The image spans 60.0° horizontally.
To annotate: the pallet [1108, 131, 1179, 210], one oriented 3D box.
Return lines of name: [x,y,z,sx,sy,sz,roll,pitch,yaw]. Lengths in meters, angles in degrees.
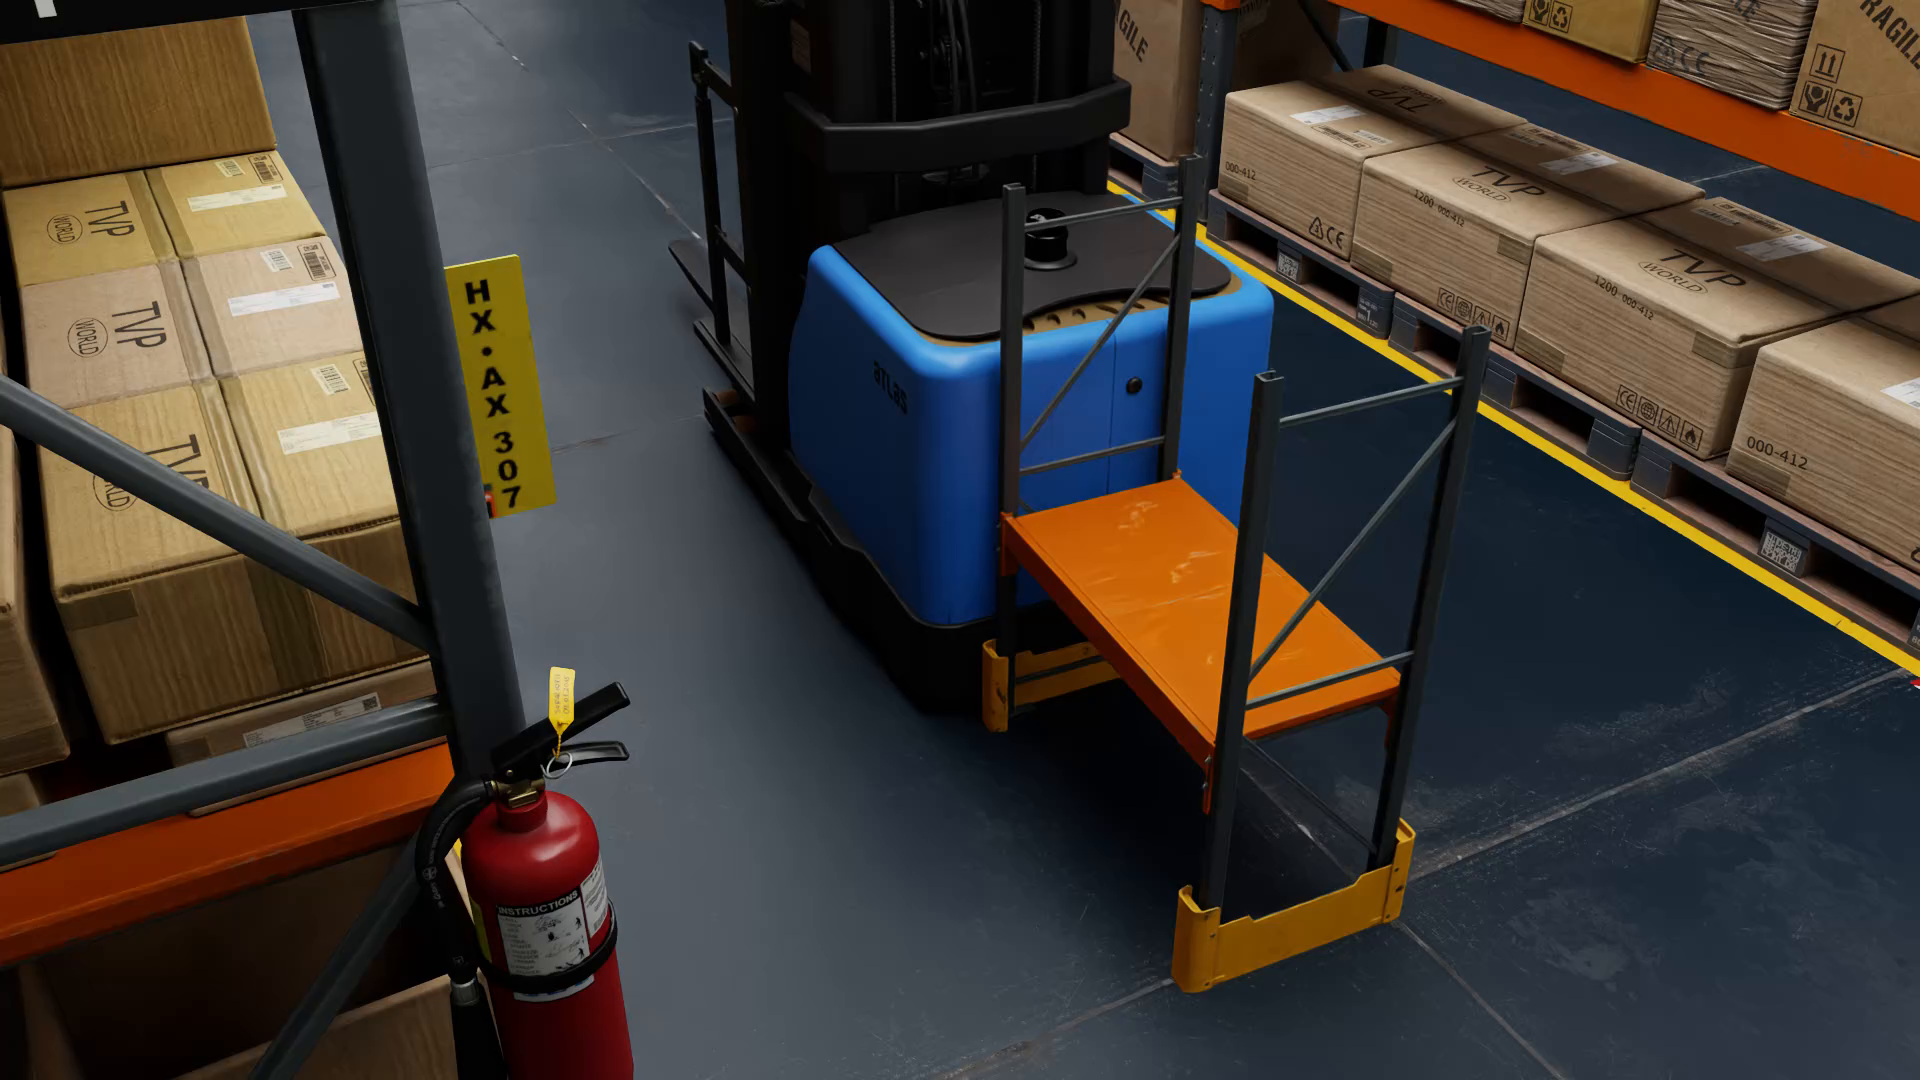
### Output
pallet: [1.079,-2.004,8.183,1.003,0.211,1.213,-16,36,-23]

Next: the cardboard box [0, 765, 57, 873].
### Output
cardboard box: [-1.411,0.345,2.163,0.380,0.149,0.250,-16,36,-24]

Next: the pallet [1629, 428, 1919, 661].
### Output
pallet: [2.928,-0.108,5.223,1.003,0.211,1.213,-16,36,-23]

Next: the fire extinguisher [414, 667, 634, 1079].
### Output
fire extinguisher: [-0.542,0.474,2.147,0.296,0.674,0.183,-16,36,-23]

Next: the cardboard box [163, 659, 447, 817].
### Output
cardboard box: [-0.930,0.210,2.374,0.380,0.149,0.250,-16,36,-23]

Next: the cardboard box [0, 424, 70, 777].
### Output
cardboard box: [-1.468,0.115,2.153,0.500,0.250,0.500,-15,36,-22]

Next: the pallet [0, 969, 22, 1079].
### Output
pallet: [-1.427,1.088,3.356,1.003,0.211,1.213,-16,36,-23]

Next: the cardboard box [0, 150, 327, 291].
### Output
cardboard box: [-1.467,-0.498,3.110,0.500,0.250,0.500,-17,36,-24]

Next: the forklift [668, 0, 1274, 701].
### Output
forklift: [-0.241,-1.585,5.007,1.130,2.935,3.031,-14,35,-20]

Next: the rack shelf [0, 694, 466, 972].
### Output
rack shelf: [-1.952,-0.321,3.638,1.077,0.370,4.000,-16,36,-23]

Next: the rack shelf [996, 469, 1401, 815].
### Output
rack shelf: [0.540,0.194,3.890,0.538,0.185,1.000,-14,35,-20]

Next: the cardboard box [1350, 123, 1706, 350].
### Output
cardboard box: [2.121,-1.173,6.287,0.875,0.438,0.875,-17,36,-24]

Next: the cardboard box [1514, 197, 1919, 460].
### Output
cardboard box: [2.540,-0.743,5.614,0.875,0.438,0.875,-15,36,-22]

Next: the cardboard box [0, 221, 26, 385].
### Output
cardboard box: [-1.935,-0.369,2.908,0.500,0.250,0.500,-15,35,-22]

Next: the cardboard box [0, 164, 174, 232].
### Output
cardboard box: [-1.724,-0.737,3.482,0.500,0.250,0.500,-17,36,-24]

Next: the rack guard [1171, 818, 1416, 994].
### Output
rack guard: [0.751,0.818,3.742,0.587,0.250,0.087,-14,35,-20]

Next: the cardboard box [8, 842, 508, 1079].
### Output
cardboard box: [-1.221,0.889,3.007,0.797,0.503,0.637,-17,37,-25]

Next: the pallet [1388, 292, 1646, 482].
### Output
pallet: [2.363,-0.689,6.130,1.003,0.211,1.213,-16,36,-23]

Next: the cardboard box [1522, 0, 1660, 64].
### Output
cardboard box: [2.190,-1.855,5.273,0.500,0.500,0.500,-15,35,-22]

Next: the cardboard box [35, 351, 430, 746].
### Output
cardboard box: [-0.992,-0.016,2.358,0.500,0.250,0.500,-16,36,-23]

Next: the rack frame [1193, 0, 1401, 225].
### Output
rack frame: [1.505,-2.829,6.885,1.000,3.000,0.127,-16,36,-23]

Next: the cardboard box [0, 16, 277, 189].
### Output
cardboard box: [-1.692,-1.048,3.273,0.500,0.500,0.500,-15,36,-22]

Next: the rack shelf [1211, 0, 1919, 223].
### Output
rack shelf: [2.438,-1.572,5.589,1.077,0.370,4.000,-16,36,-23]

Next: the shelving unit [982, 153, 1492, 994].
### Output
shelving unit: [0.544,0.047,3.786,0.587,1.500,1.083,-14,35,-20]

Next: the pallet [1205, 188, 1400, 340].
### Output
pallet: [1.791,-1.272,7.040,1.003,0.211,1.213,-16,36,-23]

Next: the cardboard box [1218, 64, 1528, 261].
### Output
cardboard box: [1.703,-1.600,6.953,0.875,0.438,0.875,-16,36,-24]

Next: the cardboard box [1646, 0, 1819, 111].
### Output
cardboard box: [2.442,-1.612,4.893,0.500,0.500,0.500,-15,36,-22]

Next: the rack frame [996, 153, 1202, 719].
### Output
rack frame: [0.328,-0.207,4.182,0.500,1.500,0.032,-14,35,-20]

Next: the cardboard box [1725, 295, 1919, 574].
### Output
cardboard box: [2.974,-0.308,4.936,0.875,0.438,0.875,-17,36,-25]

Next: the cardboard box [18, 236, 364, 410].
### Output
cardboard box: [-1.228,-0.257,2.733,0.500,0.250,0.500,-15,36,-23]

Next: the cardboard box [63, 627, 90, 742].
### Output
cardboard box: [-1.475,0.209,2.377,0.380,0.149,0.250,-15,35,-22]

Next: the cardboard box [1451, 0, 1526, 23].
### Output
cardboard box: [1.950,-2.101,5.656,0.500,0.500,0.500,-16,36,-23]

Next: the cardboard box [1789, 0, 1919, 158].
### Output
cardboard box: [2.690,-1.369,4.514,0.500,0.500,0.500,-17,36,-24]

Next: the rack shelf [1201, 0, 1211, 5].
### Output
rack shelf: [0.573,-3.481,8.569,1.077,0.370,4.000,-16,36,-23]

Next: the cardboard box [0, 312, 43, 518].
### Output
cardboard box: [-1.708,-0.131,2.537,0.500,0.250,0.500,-16,36,-23]

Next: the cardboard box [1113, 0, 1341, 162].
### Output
cardboard box: [1.145,-2.387,7.775,0.875,0.875,0.875,-15,35,-22]

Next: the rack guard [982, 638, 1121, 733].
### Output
rack guard: [0.337,0.329,4.505,0.587,0.250,0.087,-14,35,-20]

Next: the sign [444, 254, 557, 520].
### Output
sign: [-0.539,-0.171,1.934,0.100,0.325,0.005,-16,36,-23]

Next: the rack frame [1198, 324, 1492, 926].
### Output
rack frame: [0.751,0.292,3.404,0.500,1.500,0.032,-14,35,-20]

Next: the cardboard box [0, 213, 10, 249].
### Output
cardboard box: [-2.178,-0.618,3.298,0.500,0.250,0.500,-16,36,-23]
